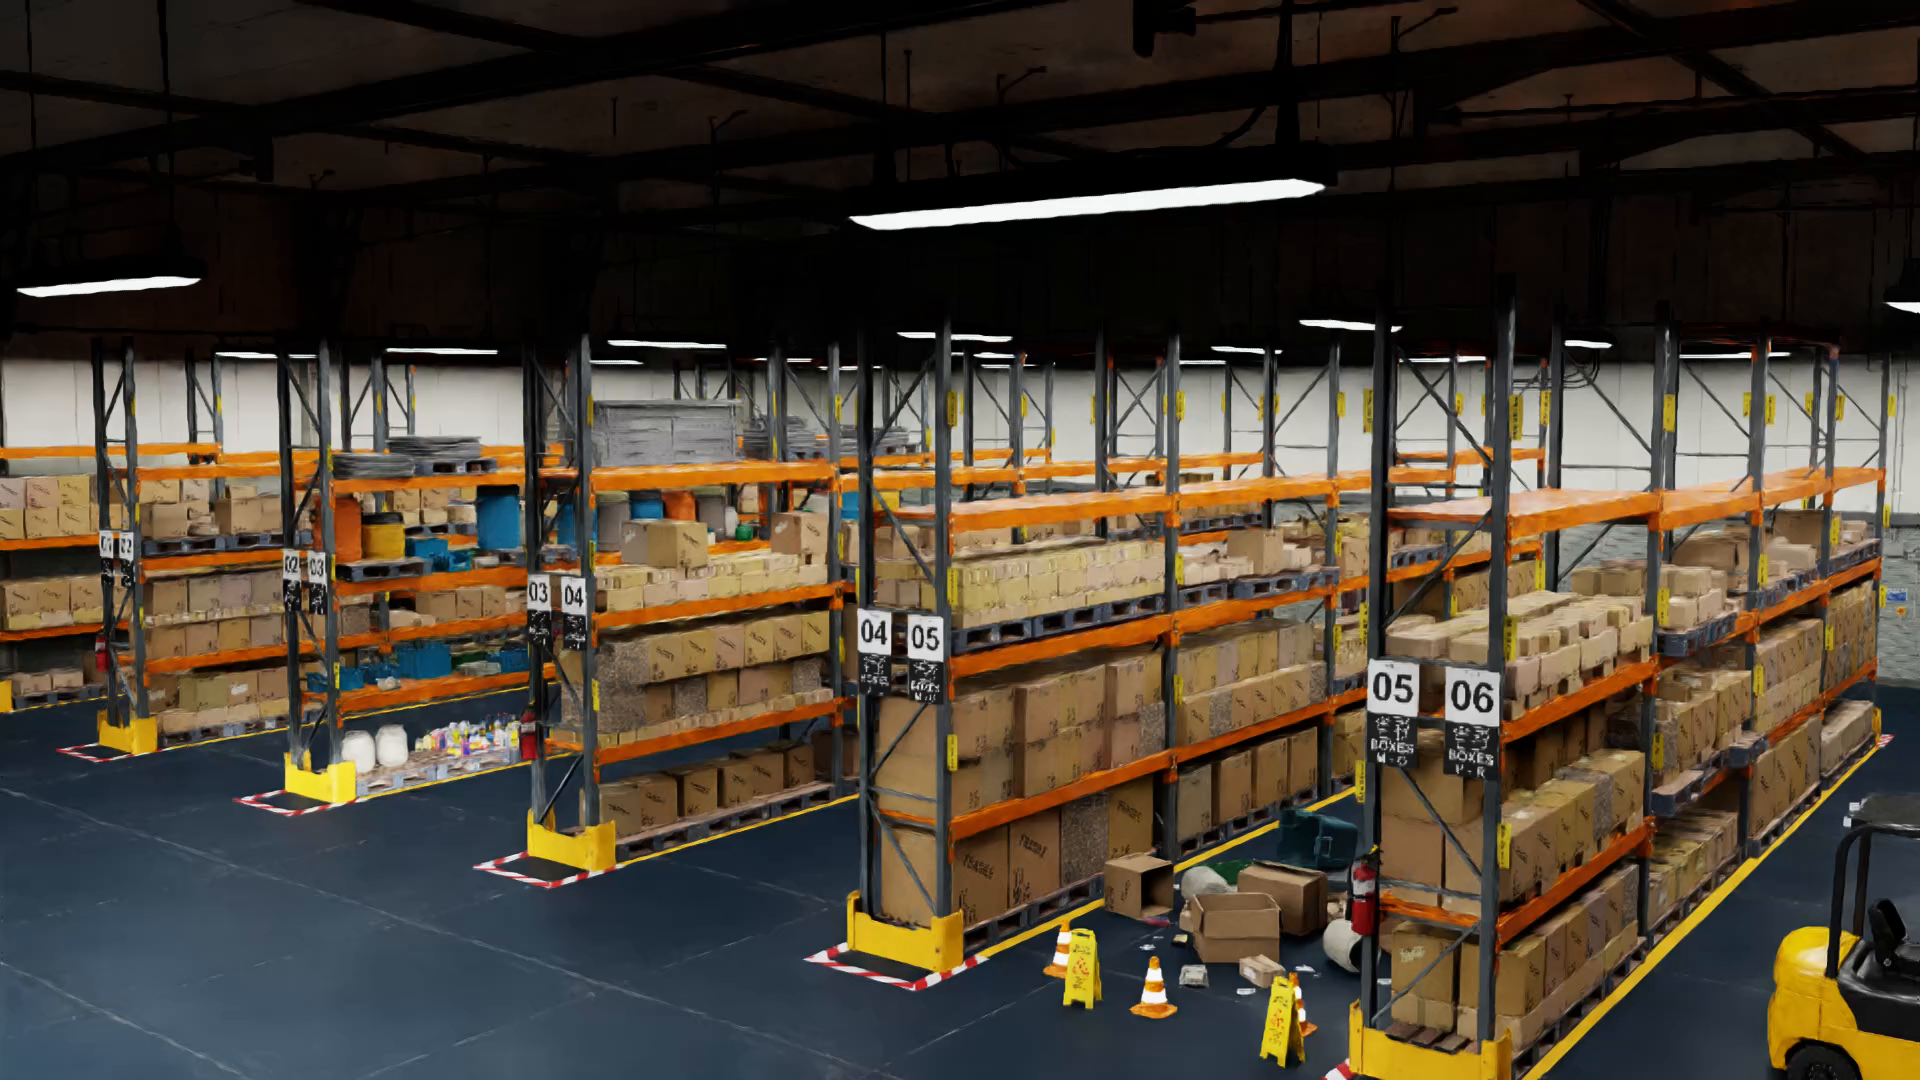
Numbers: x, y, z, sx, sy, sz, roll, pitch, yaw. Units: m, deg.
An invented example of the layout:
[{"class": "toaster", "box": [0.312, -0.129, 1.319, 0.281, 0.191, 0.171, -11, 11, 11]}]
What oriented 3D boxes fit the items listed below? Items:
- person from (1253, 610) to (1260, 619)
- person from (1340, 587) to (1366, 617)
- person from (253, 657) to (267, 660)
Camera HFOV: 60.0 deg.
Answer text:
[{"class": "person", "box": [5.097, 1.874, 28.178, 0.370, 1.652, 0.605, 3, 6, 30]}, {"class": "person", "box": [7.846, 1.371, 33.436, 0.747, 1.775, 0.494, -1, 5, -14]}, {"class": "person", "box": [-12.029, 1.832, 28.422, 0.571, 1.708, 1.035, 3, 6, 29]}]
